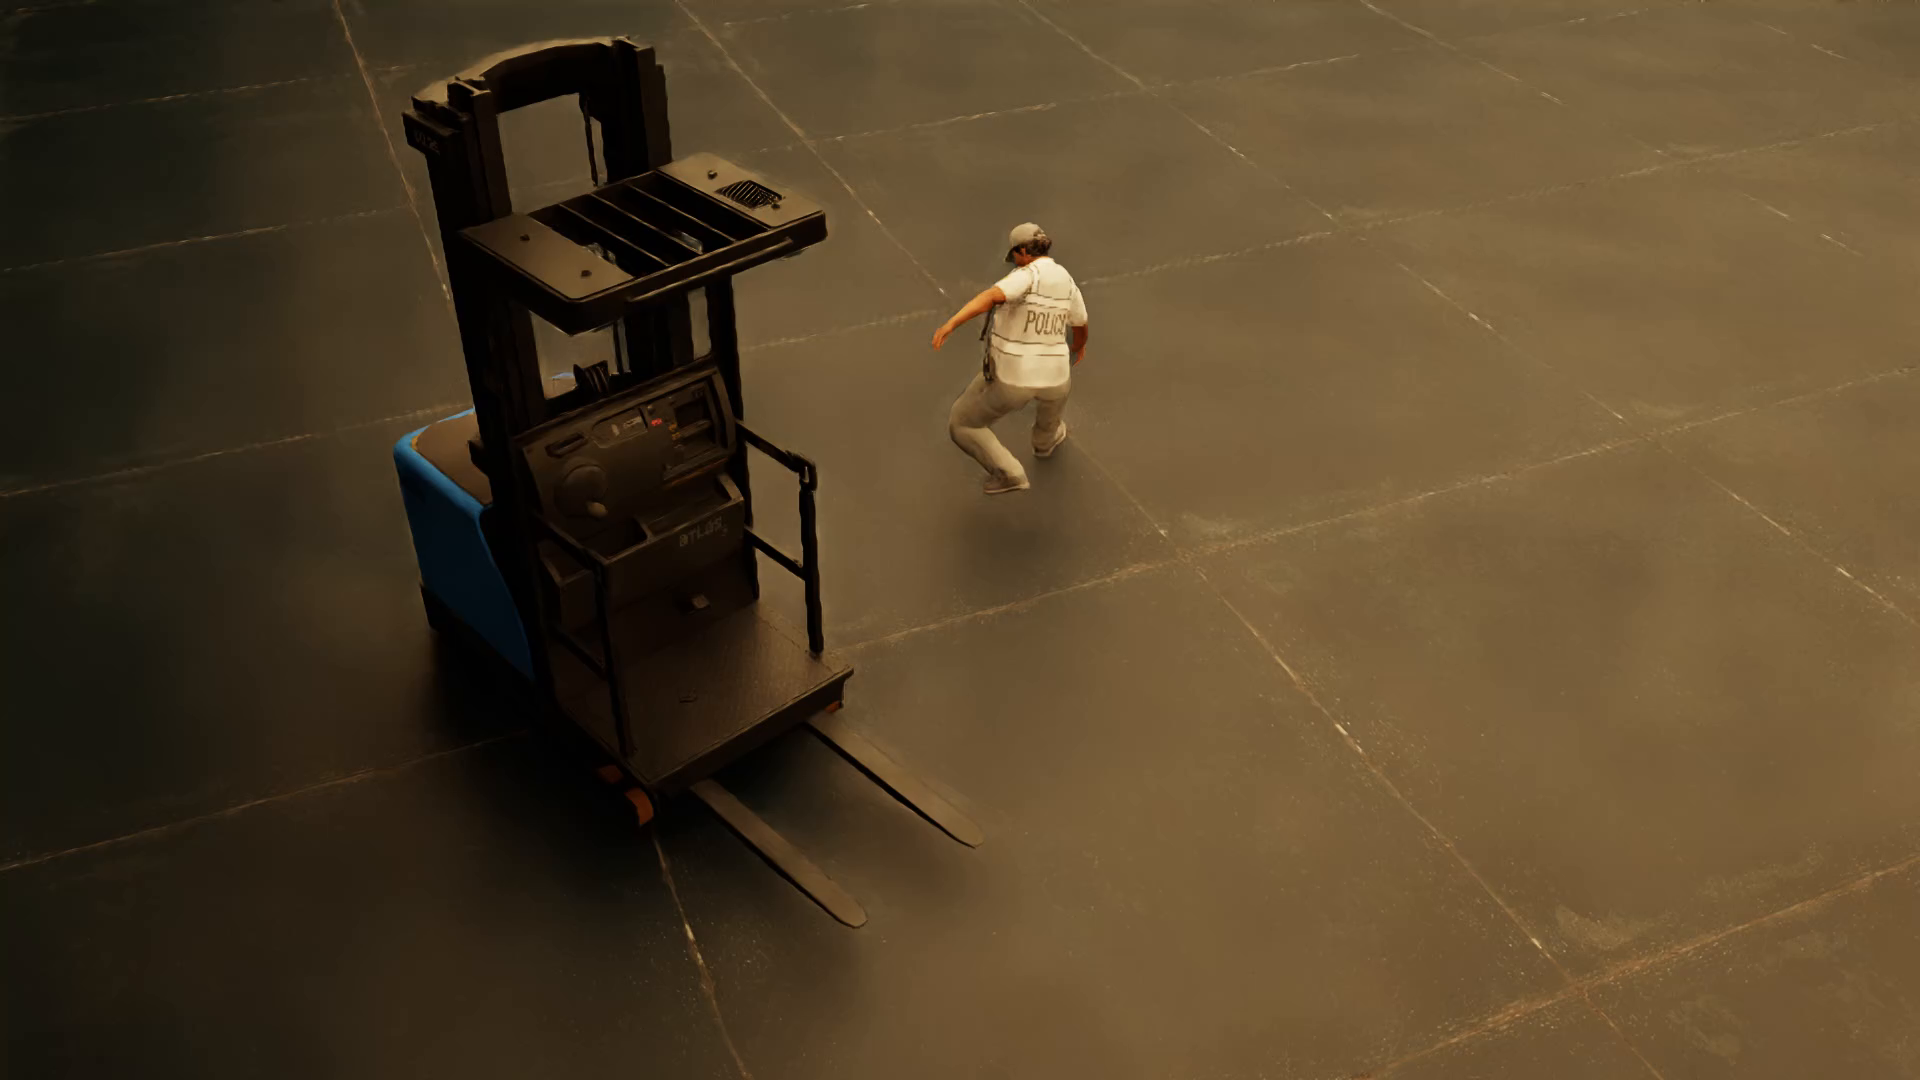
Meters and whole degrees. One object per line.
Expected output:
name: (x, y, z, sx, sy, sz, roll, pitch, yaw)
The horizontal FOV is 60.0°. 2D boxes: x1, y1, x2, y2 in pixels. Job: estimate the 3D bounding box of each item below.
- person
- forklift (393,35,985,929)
person: (0.275, -0.885, 8.658, 1.098, 1.405, 0.691, -17, 39, -23)
forklift: (-1.176, -0.336, 6.572, 1.130, 2.935, 3.031, -28, 44, -34)
